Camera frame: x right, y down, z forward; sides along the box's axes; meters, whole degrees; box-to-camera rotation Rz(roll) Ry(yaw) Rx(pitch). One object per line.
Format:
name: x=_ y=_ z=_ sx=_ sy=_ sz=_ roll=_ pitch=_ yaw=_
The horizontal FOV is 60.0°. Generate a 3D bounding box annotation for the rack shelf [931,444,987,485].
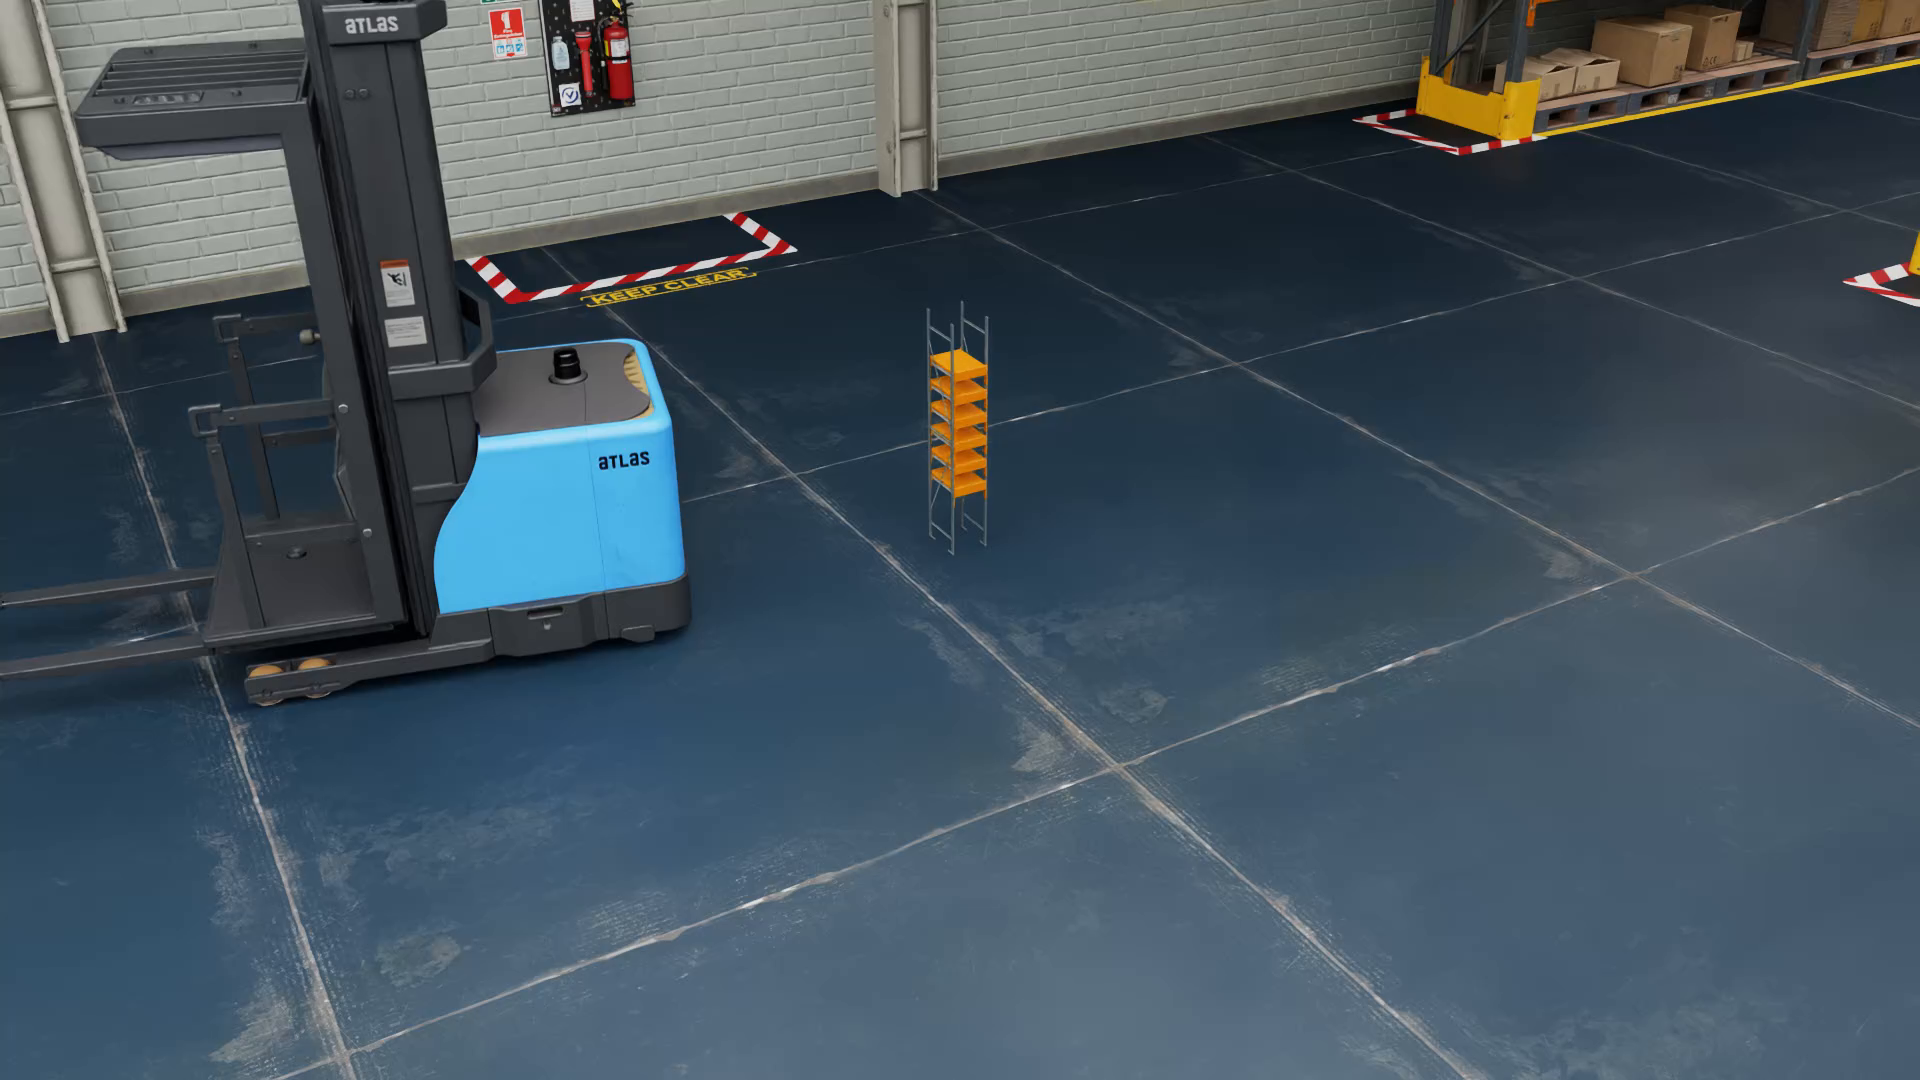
rack shelf: x=-0.012 y=-0.378 z=8.033 sx=0.180 sy=0.103 sz=0.258 roll=-16 pitch=33 yaw=-26

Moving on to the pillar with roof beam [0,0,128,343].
pillar with roof beam: x=-3.413 y=-3.504 z=5.286 sx=0.400 sy=9.000 sz=9.100 roll=-16 pitch=33 yaw=-26

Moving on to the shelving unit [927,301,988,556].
shelving unit: x=-0.012 y=-0.522 z=7.954 sx=0.189 sy=1.200 sz=0.258 roll=-16 pitch=33 yaw=-26

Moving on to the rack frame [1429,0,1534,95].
rack frame: x=4.587 y=-5.077 z=14.344 sx=0.127 sy=3.000 sz=1.000 roll=-16 pitch=33 yaw=-26

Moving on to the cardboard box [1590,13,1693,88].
cardboard box: x=6.378 y=-4.605 z=15.621 sx=0.500 sy=0.500 sz=0.700 roll=-18 pitch=34 yaw=-29

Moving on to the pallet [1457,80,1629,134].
pallet: x=5.371 y=-4.058 z=15.385 sx=1.213 sy=0.211 sz=1.003 roll=-16 pitch=33 yaw=-26

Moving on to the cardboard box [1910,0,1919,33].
cardboard box: x=9.973 y=-5.724 z=17.649 sx=0.500 sy=0.500 sz=0.700 roll=-16 pitch=33 yaw=-27

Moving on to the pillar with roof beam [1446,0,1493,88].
pillar with roof beam: x=6.933 y=-6.441 z=10.609 sx=0.400 sy=9.000 sz=9.100 roll=-16 pitch=33 yaw=-26

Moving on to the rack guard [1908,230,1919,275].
rack guard: x=7.079 y=-1.914 z=11.200 sx=0.348 sy=0.500 sz=1.175 roll=-16 pitch=33 yaw=-26

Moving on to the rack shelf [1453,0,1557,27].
rack shelf: x=6.311 y=-5.251 z=15.405 sx=4.000 sy=0.370 sz=1.077 roll=-16 pitch=33 yaw=-26

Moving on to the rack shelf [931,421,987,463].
rack shelf: x=-0.012 y=-0.483 z=7.975 sx=0.180 sy=0.103 sz=0.258 roll=-16 pitch=33 yaw=-26

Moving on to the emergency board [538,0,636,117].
emergency board: x=-2.571 y=-3.551 z=11.579 sx=0.643 sy=1.169 sz=0.194 roll=-16 pitch=33 yaw=-26

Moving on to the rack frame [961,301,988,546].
rack frame: x=0.066 y=-0.544 z=7.994 sx=0.006 sy=1.200 sz=0.240 roll=-16 pitch=33 yaw=-26

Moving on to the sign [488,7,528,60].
sign: x=-3.100 y=-3.474 z=11.403 sx=0.234 sy=0.329 sz=0.001 roll=-16 pitch=33 yaw=-26

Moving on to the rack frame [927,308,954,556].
rack frame: x=-0.091 y=-0.499 z=7.913 sx=0.006 sy=1.200 sz=0.240 roll=-16 pitch=33 yaw=-26

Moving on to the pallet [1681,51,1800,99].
pallet: x=7.475 y=-4.656 z=16.468 sx=1.213 sy=0.211 sz=1.003 roll=-16 pitch=33 yaw=-26

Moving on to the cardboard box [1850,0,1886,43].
cardboard box: x=9.082 y=-5.488 z=17.222 sx=0.500 sy=0.500 sz=0.700 roll=-17 pitch=33 yaw=-27

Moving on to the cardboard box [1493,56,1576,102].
cardboard box: x=5.229 y=-4.224 z=15.127 sx=0.500 sy=0.311 sz=0.500 roll=-20 pitch=35 yaw=-32

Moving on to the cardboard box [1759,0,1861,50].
cardboard box: x=8.662 y=-5.341 z=16.955 sx=0.500 sy=0.500 sz=0.700 roll=-15 pitch=32 yaw=-25

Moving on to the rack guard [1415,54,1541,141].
rack guard: x=4.652 y=-4.001 z=14.982 sx=0.348 sy=0.500 sz=1.175 roll=-16 pitch=33 yaw=-26

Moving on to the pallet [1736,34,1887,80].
pallet: x=8.706 y=-5.026 z=17.139 sx=1.213 sy=0.211 sz=1.003 roll=-16 pitch=33 yaw=-26

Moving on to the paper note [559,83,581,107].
paper note: x=-2.758 y=-3.150 z=11.766 sx=0.142 sy=0.148 sz=0.016 roll=-16 pitch=33 yaw=-26

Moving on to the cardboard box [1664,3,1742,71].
cardboard box: x=7.161 y=-4.883 z=16.126 sx=0.500 sy=0.500 sz=0.500 roll=-19 pitch=34 yaw=-30

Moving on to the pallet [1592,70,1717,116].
pallet: x=6.421 y=-4.355 z=15.923 sx=1.213 sy=0.211 sz=1.003 roll=-16 pitch=33 yaw=-26

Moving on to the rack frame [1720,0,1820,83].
rack frame: x=8.036 y=-6.056 z=16.119 sx=0.127 sy=3.000 sz=1.000 roll=-16 pitch=33 yaw=-26

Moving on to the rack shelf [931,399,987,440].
rack shelf: x=-0.012 y=-0.588 z=7.917 sx=0.180 sy=0.103 sz=0.258 roll=-16 pitch=33 yaw=-26

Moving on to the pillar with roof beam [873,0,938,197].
pillar with roof beam: x=1.760 y=-4.973 z=7.947 sx=0.400 sy=9.000 sz=9.100 roll=-16 pitch=33 yaw=-26

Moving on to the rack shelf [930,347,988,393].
rack shelf: x=-0.012 y=-0.798 z=7.801 sx=0.180 sy=0.103 sz=0.258 roll=-16 pitch=33 yaw=-26

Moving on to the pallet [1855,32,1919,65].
pallet: x=9.759 y=-5.327 z=17.683 sx=1.213 sy=0.211 sz=1.003 roll=-16 pitch=33 yaw=-26

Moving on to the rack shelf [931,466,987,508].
rack shelf: x=-0.012 y=-0.273 z=8.091 sx=0.180 sy=0.103 sz=0.258 roll=-16 pitch=33 yaw=-26

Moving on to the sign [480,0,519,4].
sign: x=-3.091 y=-3.703 z=11.270 sx=0.331 sy=0.109 sz=0.001 roll=-16 pitch=33 yaw=-26

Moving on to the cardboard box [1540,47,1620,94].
cardboard box: x=5.721 y=-4.363 z=15.380 sx=0.500 sy=0.311 sz=0.500 roll=-13 pitch=31 yaw=-22

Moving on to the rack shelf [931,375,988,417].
rack shelf: x=-0.012 y=-0.693 z=7.859 sx=0.180 sy=0.103 sz=0.258 roll=-16 pitch=33 yaw=-26

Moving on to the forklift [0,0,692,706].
forklift: x=-2.779 y=-0.873 z=6.798 sx=3.031 sy=2.935 sz=1.130 roll=-8 pitch=30 yaw=-14

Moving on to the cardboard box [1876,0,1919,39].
cardboard box: x=9.542 y=-5.596 z=17.418 sx=0.500 sy=0.500 sz=0.700 roll=-15 pitch=32 yaw=-26

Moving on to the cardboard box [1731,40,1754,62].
cardboard box: x=7.590 y=-4.864 z=16.437 sx=0.250 sy=0.166 sz=0.380 roll=-21 pitch=35 yaw=-33
